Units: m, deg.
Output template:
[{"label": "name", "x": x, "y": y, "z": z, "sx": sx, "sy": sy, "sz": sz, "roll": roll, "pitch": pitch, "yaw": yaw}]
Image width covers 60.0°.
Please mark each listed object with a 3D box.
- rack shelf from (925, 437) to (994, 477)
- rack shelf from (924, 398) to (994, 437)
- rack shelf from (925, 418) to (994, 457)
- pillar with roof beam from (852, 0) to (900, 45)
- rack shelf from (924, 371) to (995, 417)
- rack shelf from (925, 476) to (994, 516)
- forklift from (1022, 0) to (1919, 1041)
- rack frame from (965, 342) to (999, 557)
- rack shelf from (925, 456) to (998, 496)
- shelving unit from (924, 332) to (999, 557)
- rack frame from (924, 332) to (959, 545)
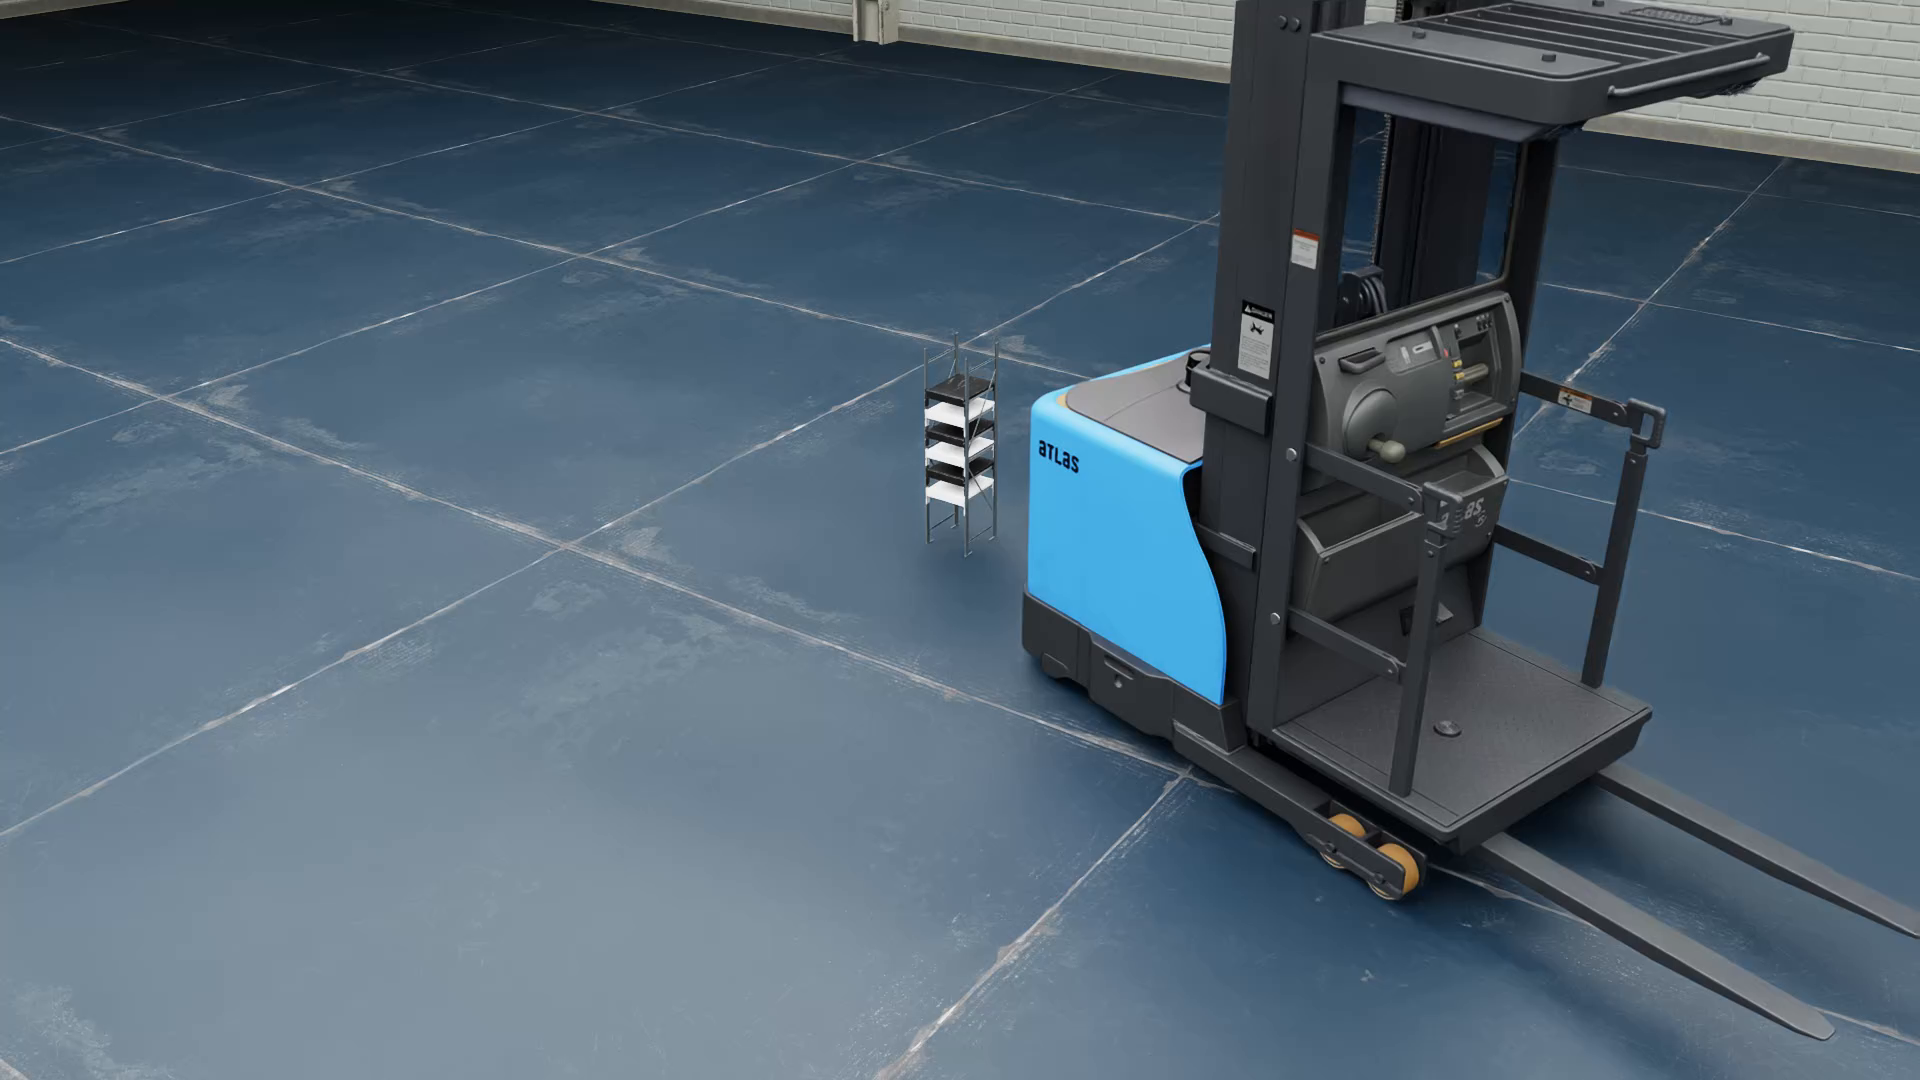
[{"label": "rack shelf", "x": 0.007, "y": -0.369, "z": 7.057, "sx": 0.200, "sy": 0.077, "sz": 0.258, "roll": 17, "pitch": 32, "yaw": 30}, {"label": "rack shelf", "x": 0.007, "y": -0.530, "z": 6.975, "sx": 0.200, "sy": 0.077, "sz": 0.258, "roll": 17, "pitch": 32, "yaw": 30}, {"label": "rack shelf", "x": 0.007, "y": -0.449, "z": 7.016, "sx": 0.200, "sy": 0.077, "sz": 0.258, "roll": 17, "pitch": 32, "yaw": 30}, {"label": "pillar with roof beam", "x": -3.325, "y": -7.719, "z": 12.497, "sx": 0.400, "sy": 9.000, "sz": 9.100, "roll": 17, "pitch": 32, "yaw": 30}, {"label": "rack shelf", "x": 0.007, "y": -0.610, "z": 6.934, "sx": 0.200, "sy": 0.077, "sz": 0.258, "roll": 17, "pitch": 32, "yaw": 30}, {"label": "rack shelf", "x": 0.007, "y": -0.209, "z": 7.139, "sx": 0.200, "sy": 0.077, "sz": 0.258, "roll": 17, "pitch": 32, "yaw": 30}, {"label": "forklift", "x": 1.539, "y": -0.463, "z": 4.928, "sx": 1.130, "sy": 2.935, "sz": 3.031, "roll": -20, "pitch": 33, "yaw": -33}, {"label": "rack frame", "x": 0.090, "y": -0.373, "z": 6.990, "sx": 0.006, "sy": 0.900, "sz": 0.240, "roll": 17, "pitch": 32, "yaw": 30}, {"label": "rack shelf", "x": 0.007, "y": -0.289, "z": 7.098, "sx": 0.200, "sy": 0.077, "sz": 0.258, "roll": 17, "pitch": 32, "yaw": 30}, {"label": "shelving unit", "x": 0.007, "y": -0.399, "z": 7.042, "sx": 0.210, "sy": 0.900, "sz": 0.258, "roll": 17, "pitch": 32, "yaw": 30}, {"label": "rack frame", "x": -0.077, "y": -0.425, "z": 7.093, "sx": 0.006, "sy": 0.900, "sz": 0.240, "roll": 17, "pitch": 32, "yaw": 30}]
